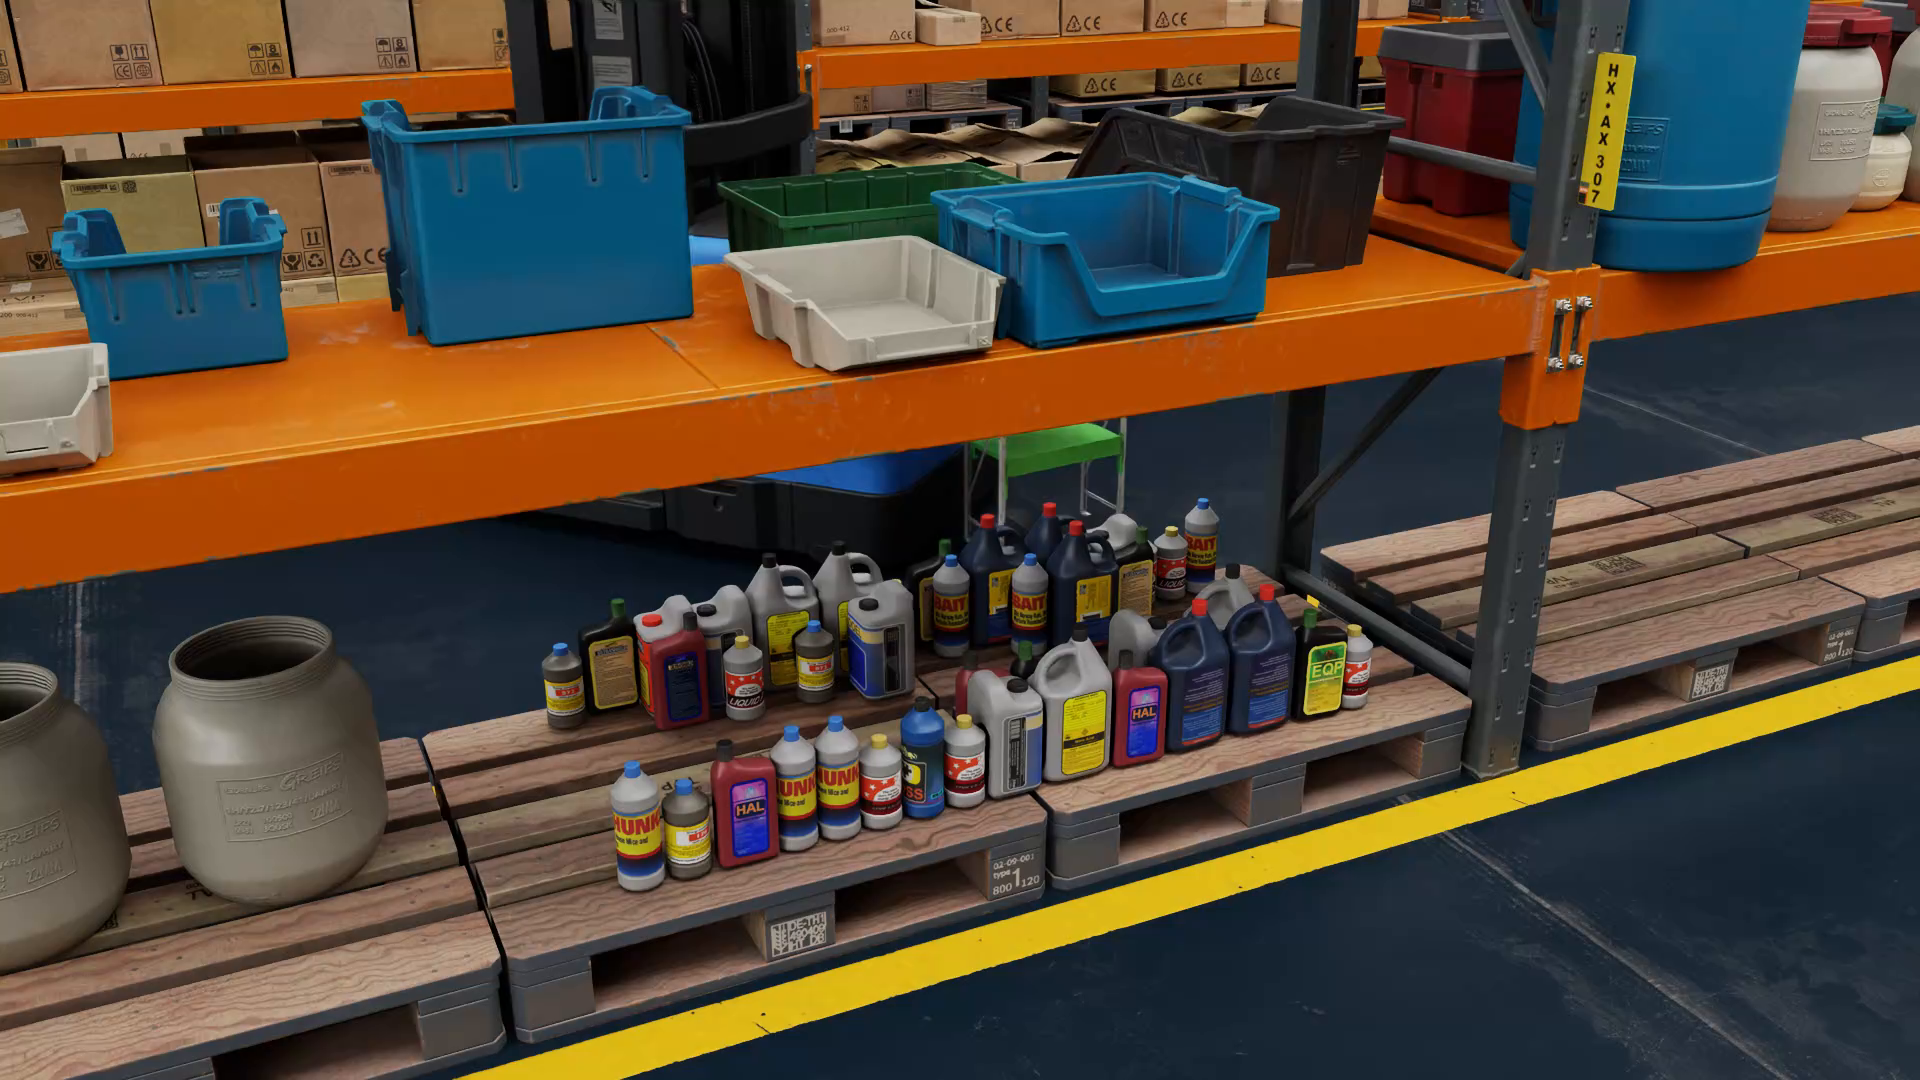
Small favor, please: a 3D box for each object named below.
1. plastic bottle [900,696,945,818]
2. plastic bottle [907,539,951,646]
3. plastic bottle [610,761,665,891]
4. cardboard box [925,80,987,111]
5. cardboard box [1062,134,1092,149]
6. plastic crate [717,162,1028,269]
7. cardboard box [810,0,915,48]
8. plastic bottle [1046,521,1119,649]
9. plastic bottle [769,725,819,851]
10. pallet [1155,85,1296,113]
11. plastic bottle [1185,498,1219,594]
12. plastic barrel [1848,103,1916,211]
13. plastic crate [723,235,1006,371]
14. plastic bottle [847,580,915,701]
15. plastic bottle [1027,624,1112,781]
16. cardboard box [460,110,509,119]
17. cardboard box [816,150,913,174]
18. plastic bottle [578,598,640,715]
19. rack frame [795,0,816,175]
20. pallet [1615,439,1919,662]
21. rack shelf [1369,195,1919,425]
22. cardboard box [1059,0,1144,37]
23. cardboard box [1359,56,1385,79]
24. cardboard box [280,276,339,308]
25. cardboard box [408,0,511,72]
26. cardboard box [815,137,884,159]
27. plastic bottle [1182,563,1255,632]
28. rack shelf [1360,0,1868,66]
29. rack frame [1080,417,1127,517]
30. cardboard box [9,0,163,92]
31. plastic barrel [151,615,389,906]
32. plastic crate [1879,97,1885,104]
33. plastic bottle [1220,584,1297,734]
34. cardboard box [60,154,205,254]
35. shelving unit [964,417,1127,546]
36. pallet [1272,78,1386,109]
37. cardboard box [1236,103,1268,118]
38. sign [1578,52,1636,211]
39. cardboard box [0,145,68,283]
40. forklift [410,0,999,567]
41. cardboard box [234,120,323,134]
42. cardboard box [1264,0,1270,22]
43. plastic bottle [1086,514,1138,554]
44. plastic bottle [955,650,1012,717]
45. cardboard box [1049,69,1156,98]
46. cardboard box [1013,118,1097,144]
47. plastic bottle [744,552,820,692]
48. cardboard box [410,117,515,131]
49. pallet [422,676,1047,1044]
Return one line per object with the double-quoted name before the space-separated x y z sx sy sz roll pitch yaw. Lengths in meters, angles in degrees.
"plastic bottle" -0.083 0.473 3.678 0.097 0.271 0.097 0 22 0
"plastic bottle" -0.073 0.139 4.468 0.133 0.283 0.061 -9 24 -21
"plastic bottle" -0.664 0.580 3.420 0.097 0.271 0.097 0 22 0
"cardboard box" -0.148 -3.936 14.031 0.500 0.500 0.700 -10 25 -23
"cardboard box" 0.891 -2.076 9.157 0.500 0.311 0.500 -10 24 -22
"plastic crate" -0.174 -0.722 3.849 0.662 0.188 0.450 -10 25 -24
"cardboard box" -0.549 -2.683 8.505 0.500 0.250 0.500 -9 24 -20
"plastic bottle" 0.326 0.113 4.442 0.185 0.351 0.144 -10 25 -24
"plastic bottle" -0.355 0.523 3.557 0.097 0.271 0.097 0 22 0
"pallet" 2.319 -4.043 15.240 1.213 0.211 1.003 -10 25 -24
"plastic bottle" 0.694 0.011 4.793 0.097 0.271 0.097 0 22 0
"plastic barrel" 2.430 -1.051 4.547 0.301 0.262 0.301 0 22 0
"plastic crate" -0.182 -0.469 3.307 0.437 0.136 0.530 -10 25 -24
"plastic bottle" -0.202 0.247 4.217 0.135 0.276 0.152 -10 25 -24
"plastic bottle" 0.252 0.364 3.836 0.185 0.351 0.144 -11 25 -24
"cardboard box" -3.595 -3.157 12.584 0.250 0.166 0.380 -14 26 -30
"cardboard box" -0.493 -1.821 8.540 0.500 0.311 0.500 -10 25 -23
"plastic bottle" -0.871 0.286 4.113 0.133 0.283 0.061 -10 24 -22
"rack frame" -0.974 -2.655 8.243 0.127 3.000 1.000 -10 25 -24
"pallet" 2.963 -0.007 5.491 1.213 0.211 1.003 -10 25 -24
"rack shelf" 2.973 -0.947 5.057 4.000 0.370 1.077 -10 25 -24
"cardboard box" 0.651 -2.994 8.930 0.500 0.500 0.500 -10 25 -24
"cardboard box" 3.554 -4.737 15.534 0.750 0.750 0.750 -10 25 -23
"cardboard box" -3.099 -1.095 7.519 0.500 0.250 0.500 -10 25 -24
"cardboard box" -2.297 -2.454 7.626 0.500 0.500 0.700 -10 25 -23
"cardboard box" -0.733 -2.004 8.982 0.500 0.311 0.500 -10 25 -24
"plastic bottle" 0.653 0.229 4.162 0.185 0.351 0.144 -10 25 -24
"rack shelf" 4.433 -3.318 10.785 4.000 0.370 1.077 -10 25 -24
"rack frame" 0.500 -0.617 5.672 0.015 1.200 0.240 -13 26 -29
"cardboard box" -3.681 -2.200 7.012 0.500 0.500 0.700 -10 24 -22
"plastic barrel" -1.422 0.453 3.439 0.421 0.512 0.421 0 22 0
"plastic crate" 2.618 -1.236 5.091 0.662 0.188 0.450 -10 25 -24
"plastic bottle" 0.716 0.279 4.042 0.185 0.351 0.144 -11 25 -25
"cardboard box" -3.549 -1.358 7.174 0.500 0.500 0.500 -10 25 -24
"shelving unit" 0.291 -0.569 5.555 0.503 1.200 0.258 -13 26 -29
"pallet" 3.420 -4.247 15.733 1.213 0.211 1.003 -10 25 -24
"cardboard box" 2.031 -2.516 10.219 0.500 0.311 0.500 -10 24 -22
"sign" 1.400 -0.884 3.602 0.005 0.325 0.100 -10 25 -24
"cardboard box" -4.224 -1.453 7.405 0.500 0.500 0.500 -10 25 -24
"forklift" -1.381 -1.604 5.793 3.031 2.935 1.130 9 24 21
"cardboard box" -4.871 -3.030 11.840 0.500 0.500 0.700 -12 25 -27
"cardboard box" 1.741 -3.196 9.666 0.500 0.311 0.500 -11 25 -24
"plastic bottle" 0.414 0.072 4.639 0.135 0.276 0.152 -9 24 -22
"plastic bottle" 0.057 0.385 3.875 0.133 0.283 0.061 -10 25 -24
"cardboard box" 1.198 -4.303 14.485 0.750 0.750 0.750 -11 25 -24
"cardboard box" 0.638 -2.257 9.592 0.500 0.311 0.500 -11 25 -24
"plastic bottle" -0.457 0.196 4.242 0.185 0.351 0.144 -9 24 -21
"cardboard box" -2.428 -1.791 8.219 0.500 0.500 0.500 -10 25 -24
"pallet" -0.553 0.642 3.924 1.213 0.211 1.003 -10 25 -24
